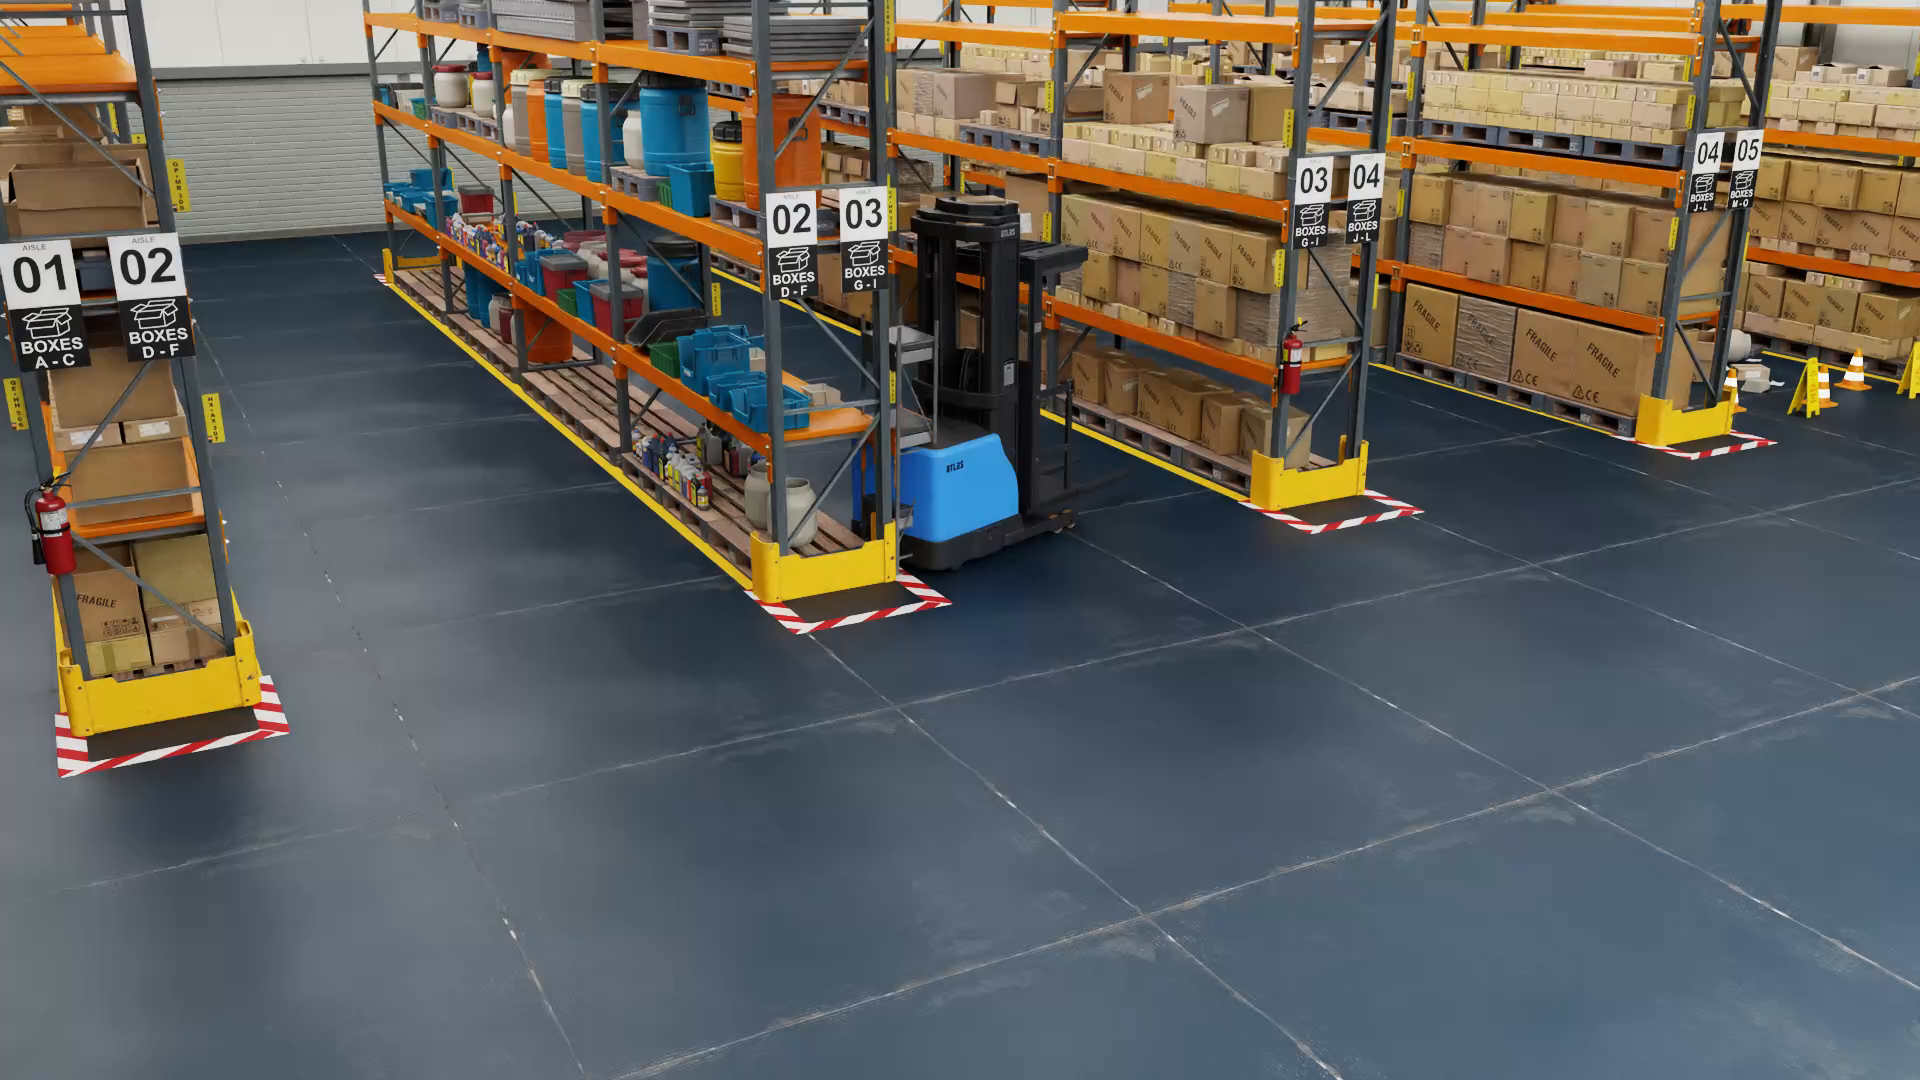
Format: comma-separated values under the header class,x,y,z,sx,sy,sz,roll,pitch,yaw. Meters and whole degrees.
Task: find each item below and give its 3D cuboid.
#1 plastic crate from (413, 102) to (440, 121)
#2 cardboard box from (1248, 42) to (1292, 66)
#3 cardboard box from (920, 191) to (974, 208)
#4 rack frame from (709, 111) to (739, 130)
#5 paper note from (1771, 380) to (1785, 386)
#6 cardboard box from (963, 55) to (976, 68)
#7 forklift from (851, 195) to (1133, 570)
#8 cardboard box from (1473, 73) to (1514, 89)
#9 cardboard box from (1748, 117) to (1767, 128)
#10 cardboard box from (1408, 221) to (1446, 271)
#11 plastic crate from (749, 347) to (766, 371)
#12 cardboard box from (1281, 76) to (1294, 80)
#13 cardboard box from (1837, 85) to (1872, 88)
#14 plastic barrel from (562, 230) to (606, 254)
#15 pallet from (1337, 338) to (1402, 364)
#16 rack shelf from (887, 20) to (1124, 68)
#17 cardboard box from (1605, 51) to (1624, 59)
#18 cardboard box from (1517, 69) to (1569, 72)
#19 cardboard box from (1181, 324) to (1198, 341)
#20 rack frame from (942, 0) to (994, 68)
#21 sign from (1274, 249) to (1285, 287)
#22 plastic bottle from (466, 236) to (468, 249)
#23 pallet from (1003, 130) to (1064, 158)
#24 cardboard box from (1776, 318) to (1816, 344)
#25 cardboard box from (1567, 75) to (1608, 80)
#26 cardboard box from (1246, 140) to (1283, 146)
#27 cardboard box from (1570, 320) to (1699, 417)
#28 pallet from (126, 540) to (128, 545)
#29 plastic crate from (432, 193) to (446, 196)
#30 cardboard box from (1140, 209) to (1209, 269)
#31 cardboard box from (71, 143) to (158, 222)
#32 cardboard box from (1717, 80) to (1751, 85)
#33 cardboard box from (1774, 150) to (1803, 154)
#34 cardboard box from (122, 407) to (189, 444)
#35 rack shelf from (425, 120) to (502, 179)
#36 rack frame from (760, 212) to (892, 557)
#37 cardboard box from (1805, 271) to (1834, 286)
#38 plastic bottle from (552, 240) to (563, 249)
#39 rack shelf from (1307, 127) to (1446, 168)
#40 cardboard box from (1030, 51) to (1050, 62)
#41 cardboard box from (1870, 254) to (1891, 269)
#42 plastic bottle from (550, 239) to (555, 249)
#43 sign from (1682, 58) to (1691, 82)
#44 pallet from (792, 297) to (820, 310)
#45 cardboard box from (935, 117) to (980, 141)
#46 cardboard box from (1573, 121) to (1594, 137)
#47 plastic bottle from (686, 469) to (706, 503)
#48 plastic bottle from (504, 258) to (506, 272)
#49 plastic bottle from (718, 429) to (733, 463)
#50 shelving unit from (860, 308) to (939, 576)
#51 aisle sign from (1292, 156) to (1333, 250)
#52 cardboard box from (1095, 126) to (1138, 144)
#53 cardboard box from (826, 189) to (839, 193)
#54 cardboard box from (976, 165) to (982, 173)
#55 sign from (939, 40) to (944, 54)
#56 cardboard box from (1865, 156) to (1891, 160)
class,x,y,z,sx,sy,sz,roll,pitch,yaw
plastic crate,-7.187,-5.870,22.771,0.450,0.188,0.662,-10,21,-27
cardboard box,5.692,-8.874,30.197,0.797,0.503,0.637,-8,21,-22
cardboard box,-0.170,-4.193,21.388,0.500,0.500,0.500,-13,23,-33
rack frame,-4.260,-6.393,28.560,1.000,3.000,0.127,-10,21,-27
paper note,9.858,-1.894,20.074,0.142,0.019,0.148,16,25,39
cardboard box,0.381,-8.400,29.240,0.500,0.250,0.500,-10,22,-27
forklift,0.410,-1.541,14.603,1.130,2.935,3.031,16,24,38
cardboard box,6.088,-5.234,18.967,0.380,0.149,0.250,-10,22,-28
cardboard box,10.466,-5.439,21.582,0.380,0.149,0.250,-9,21,-25
cardboard box,6.037,-3.654,20.393,0.875,0.550,0.550,-10,21,-27
plastic crate,-1.927,-1.629,15.159,0.530,0.136,0.437,-10,21,-27
cardboard box,4.712,-6.204,22.752,0.500,0.311,0.500,-10,21,-27
cardboard box,11.323,-5.672,21.034,0.380,0.149,0.250,-10,21,-26
plastic barrel,-4.333,-3.307,19.409,0.600,0.536,0.708,-10,21,-27
pallet,5.419,-2.579,21.782,1.003,0.211,1.213,-10,21,-27
rack shelf,0.488,-5.829,19.444,1.077,0.370,4.000,-10,21,-27
cardboard box,11.727,-8.729,29.862,0.380,0.149,0.250,-9,21,-25
cardboard box,8.701,-6.823,25.054,0.700,0.500,0.500,-10,21,-27
cardboard box,2.413,-2.087,16.467,0.380,0.149,0.250,-10,21,-27
rack frame,0.153,-9.968,29.723,1.000,3.000,0.127,-10,21,-27
sign,2.840,-2.416,14.776,0.100,0.325,0.005,-10,21,-27
plastic bottle,-6.364,-3.888,21.606,0.097,0.201,0.097,0,19,0
pallet,1.239,-4.471,18.679,1.213,0.211,1.003,-10,21,-27
cardboard box,10.946,-2.723,21.496,0.500,0.250,0.500,-11,22,-29
cardboard box,7.027,-5.118,18.631,0.380,0.149,0.250,-10,21,-26
cardboard box,2.966,-3.753,15.928,0.380,0.149,0.250,-10,21,-27
cardboard box,7.371,-1.918,18.204,0.875,0.875,0.875,-10,21,-26
pallet,-6.941,0.138,13.907,1.003,0.211,1.213,-10,21,-27
plastic crate,-7.948,-5.238,25.525,0.396,0.136,0.243,-10,21,-27
cardboard box,2.151,-3.011,16.618,0.500,0.500,0.500,-10,21,-27
cardboard box,-5.930,-2.515,11.712,0.500,0.500,0.500,-10,21,-27
cardboard box,10.171,-5.948,21.835,0.380,0.149,0.250,-9,21,-25
cardboard box,13.350,-6.189,26.822,0.380,0.149,0.250,-10,21,-27
cardboard box,-5.379,-0.766,11.106,0.380,0.149,0.250,-10,21,-27
rack shelf,-5.770,-4.981,20.973,1.077,0.370,4.000,-10,21,-27
rack frame,-1.021,-1.033,13.025,1.000,3.000,0.127,-10,21,-27
cardboard box,10.975,-3.328,21.104,0.380,0.149,0.250,-9,21,-24
plastic bottle,-4.961,-3.578,20.591,0.152,0.276,0.135,-10,21,-27
rack shelf,4.902,-5.339,22.011,1.077,0.370,4.000,-10,21,-27
cardboard box,1.376,-7.941,27.300,0.380,0.149,0.250,-10,21,-27
cardboard box,11.372,-3.423,20.337,0.380,0.149,0.250,-10,22,-28
plastic bottle,-5.045,-3.604,20.673,0.097,0.271,0.097,0,19,0
sign,9.673,-6.245,22.135,0.100,0.325,0.005,-10,21,-27
pallet,-1.928,-3.717,25.079,1.003,0.211,1.213,-10,21,-27
cardboard box,0.034,-4.976,20.083,0.500,0.250,0.500,-9,21,-26
cardboard box,6.811,-4.419,17.829,0.380,0.149,0.250,-10,22,-27
plastic bottle,-2.375,-0.489,14.951,0.152,0.276,0.135,-10,21,-26
plastic bottle,-5.426,-3.321,19.962,0.097,0.201,0.097,0,19,0
plastic bottle,-2.270,-0.941,16.147,0.144,0.351,0.185,-11,22,-29
shelving unit,-0.504,-0.798,13.646,0.431,2.100,0.503,-15,27,-35
aisle sign,3.103,-2.964,14.638,0.394,0.787,0.004,-10,21,-27
cardboard box,1.618,-4.195,17.211,0.380,0.149,0.250,-10,21,-26
cardboard box,-1.635,-4.686,23.459,0.500,0.500,0.500,-10,21,-26
cardboard box,0.500,-6.664,29.731,0.380,0.149,0.250,-9,21,-24
sign,-0.325,-8.879,29.826,0.100,0.325,0.005,-10,21,-27
cardboard box,14.349,-5.898,25.978,0.380,0.149,0.250,-10,21,-27
